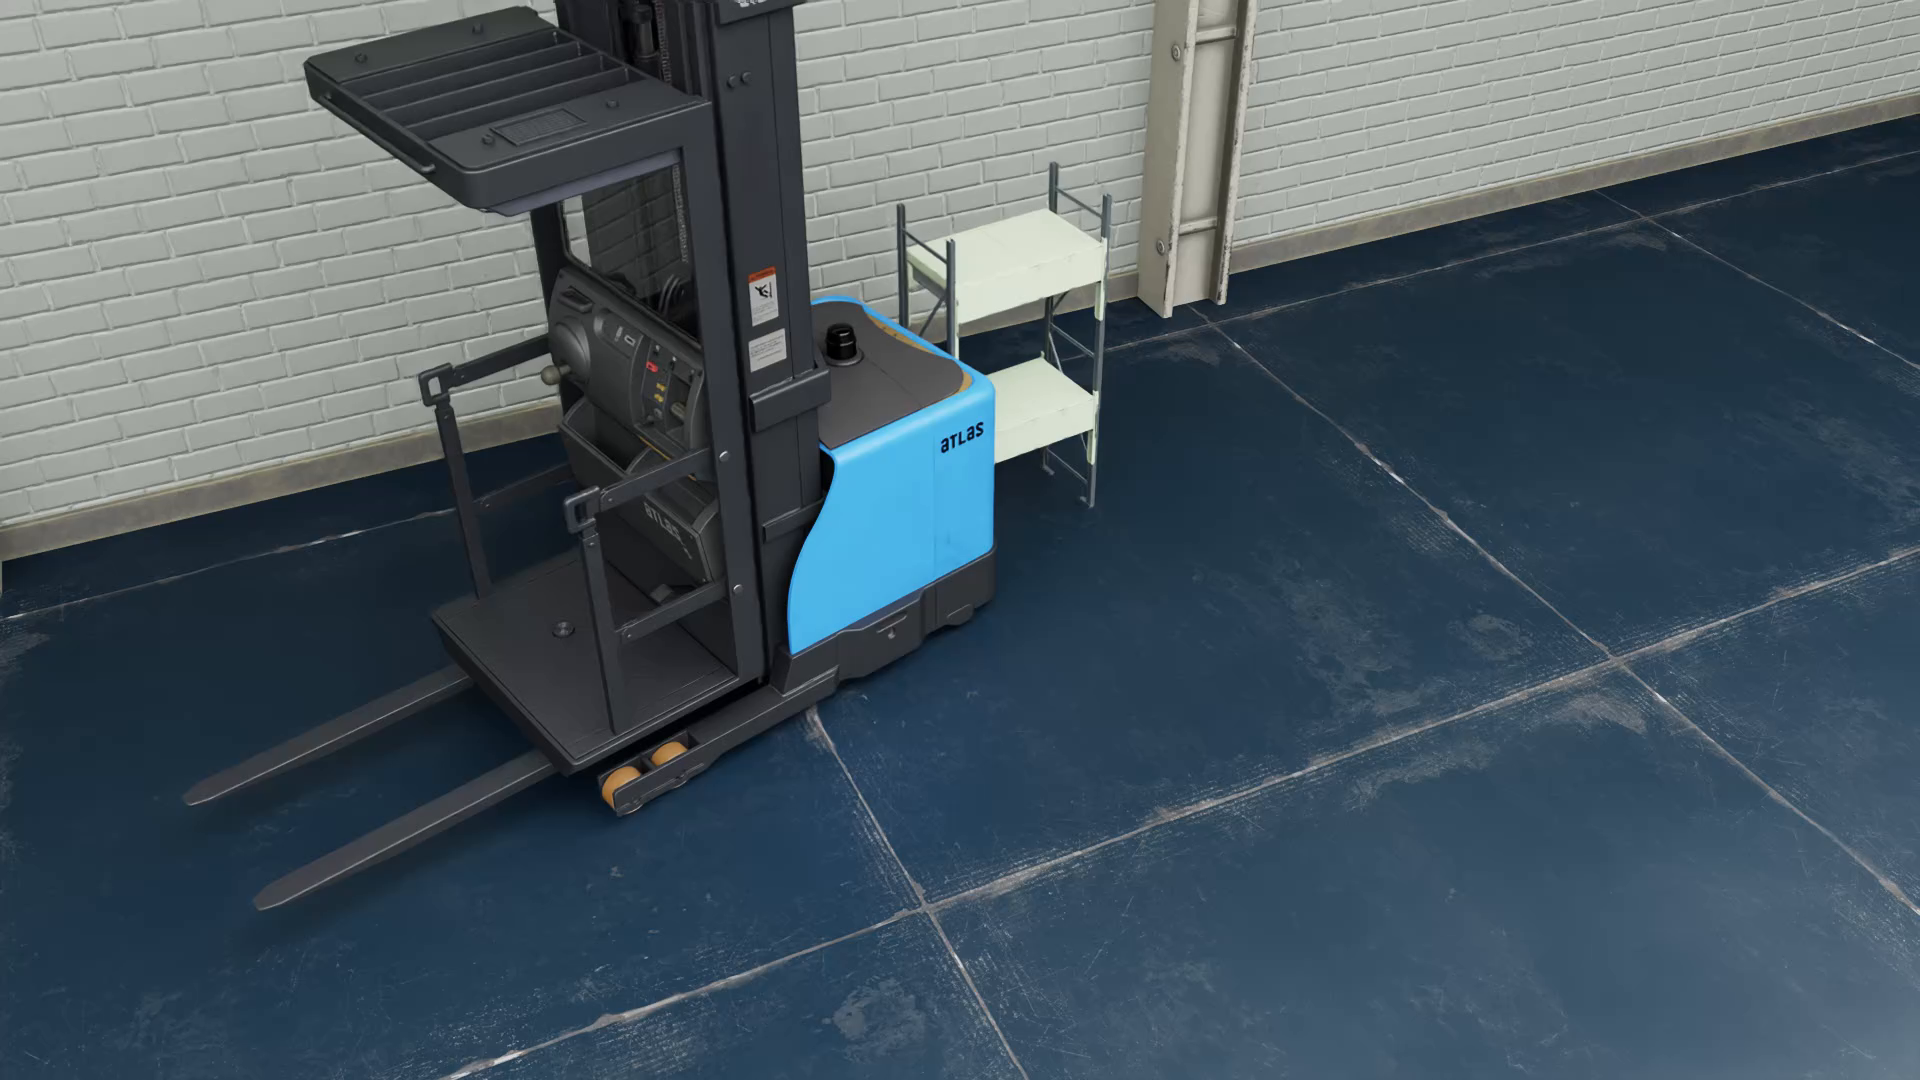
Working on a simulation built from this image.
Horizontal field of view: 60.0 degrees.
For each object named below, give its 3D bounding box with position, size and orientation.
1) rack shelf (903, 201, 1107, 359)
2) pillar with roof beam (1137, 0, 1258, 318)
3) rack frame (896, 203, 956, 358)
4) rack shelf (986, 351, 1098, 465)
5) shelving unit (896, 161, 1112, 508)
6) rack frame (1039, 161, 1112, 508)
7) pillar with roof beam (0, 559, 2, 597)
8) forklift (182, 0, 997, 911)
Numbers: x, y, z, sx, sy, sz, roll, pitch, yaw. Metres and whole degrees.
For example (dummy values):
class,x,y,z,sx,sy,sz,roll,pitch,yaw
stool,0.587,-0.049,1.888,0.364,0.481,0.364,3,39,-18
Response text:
class,x,y,z,sx,sy,sz,roll,pitch,yaw
rack shelf,0.176,-1.046,6.746,0.720,0.370,0.431,-21,41,-26
pillar with roof beam,3.024,-2.605,3.208,0.400,9.000,9.100,-16,39,-20
rack frame,-0.133,-0.616,6.821,0.023,1.500,0.400,-21,41,-26
rack shelf,0.176,-0.471,7.173,0.720,0.370,0.431,-21,41,-26
shelving unit,0.176,-0.733,6.979,0.755,1.500,0.431,-21,41,-26
rack frame,0.485,-0.850,7.137,0.023,1.500,0.400,-21,41,-26
pillar with roof beam,-2.408,-1.086,1.161,0.400,9.000,9.100,-16,39,-20
forklift,-1.298,-0.557,5.540,3.031,2.935,1.130,-27,44,-32
